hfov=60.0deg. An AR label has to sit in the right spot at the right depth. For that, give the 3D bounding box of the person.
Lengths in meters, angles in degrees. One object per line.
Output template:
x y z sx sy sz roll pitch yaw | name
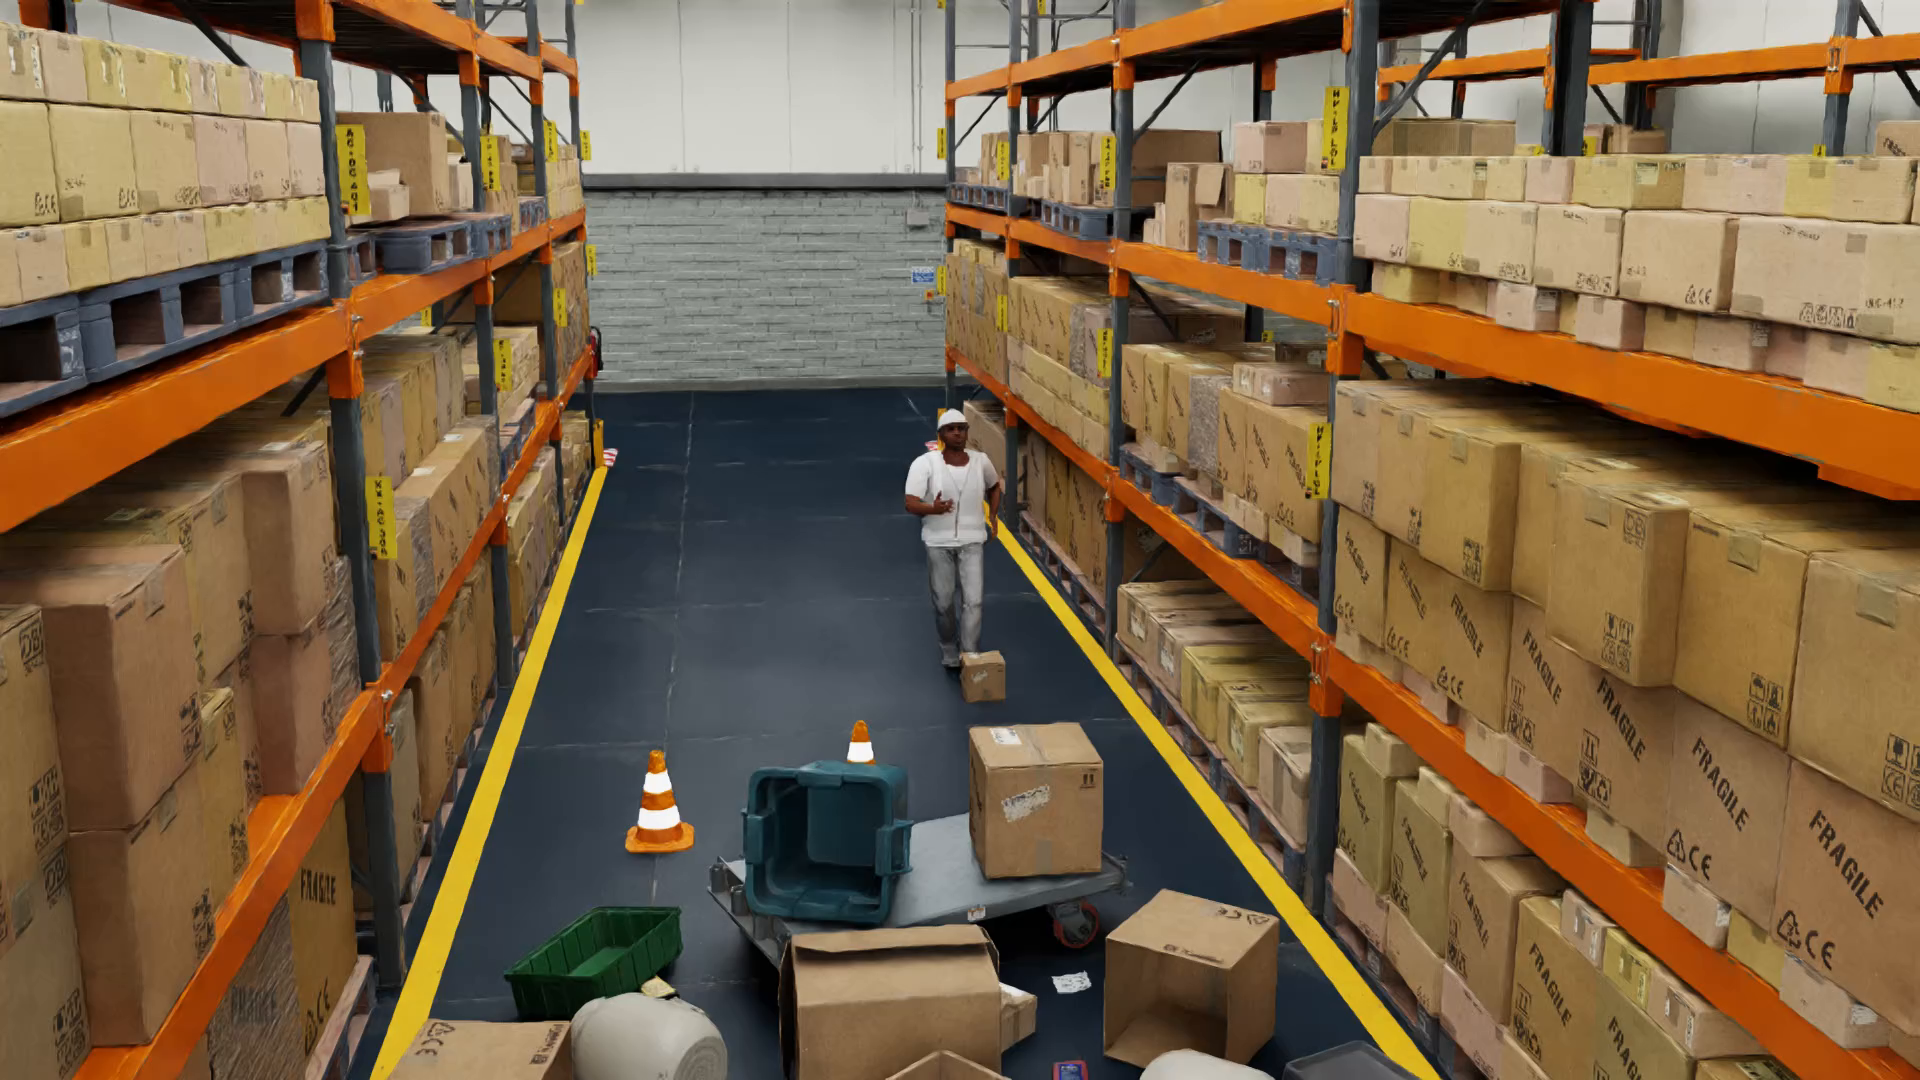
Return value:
-0.027 0.044 10.769 0.654 1.745 0.868 -1 13 -4 | person
